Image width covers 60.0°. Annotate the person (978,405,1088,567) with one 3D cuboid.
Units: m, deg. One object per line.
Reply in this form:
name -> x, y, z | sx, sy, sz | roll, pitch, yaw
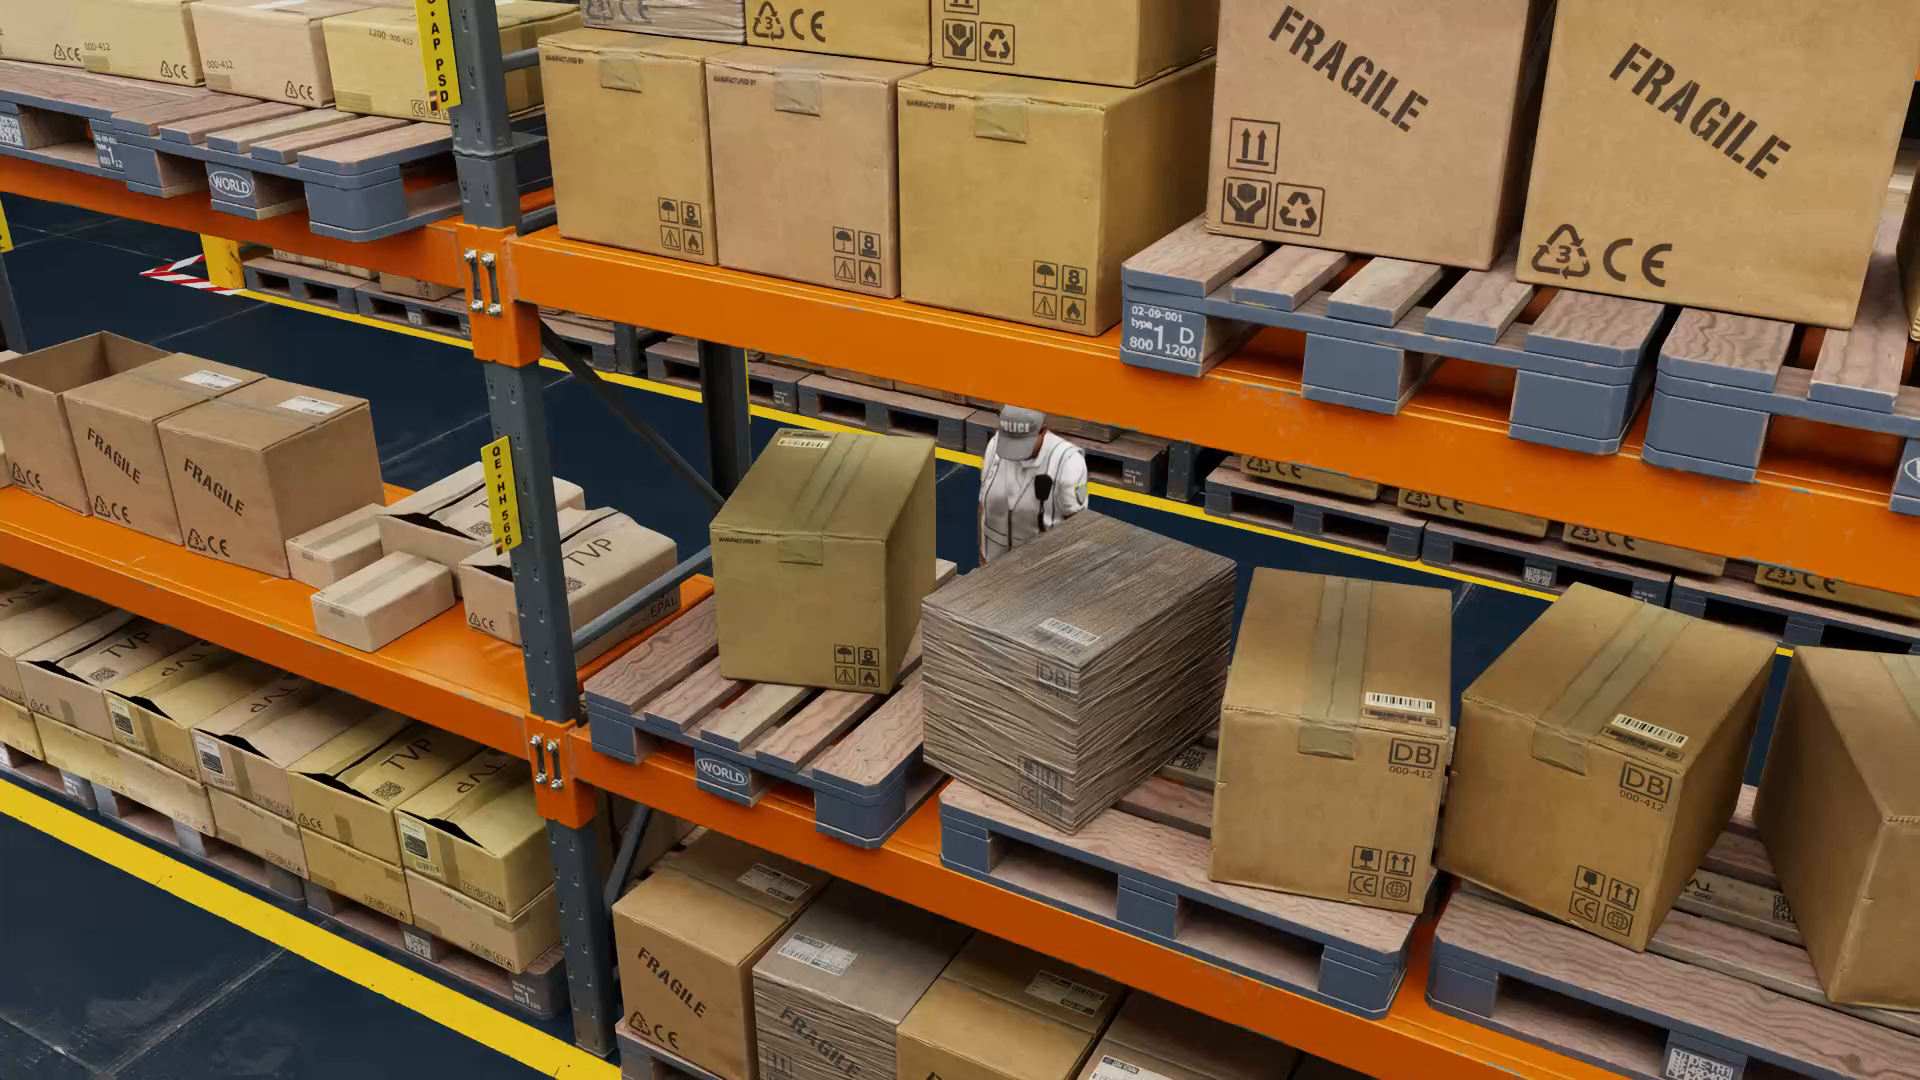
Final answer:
person -> 0.291, 0.131, 6.918 | 0.496, 1.620, 0.479 | 15, 30, 27
